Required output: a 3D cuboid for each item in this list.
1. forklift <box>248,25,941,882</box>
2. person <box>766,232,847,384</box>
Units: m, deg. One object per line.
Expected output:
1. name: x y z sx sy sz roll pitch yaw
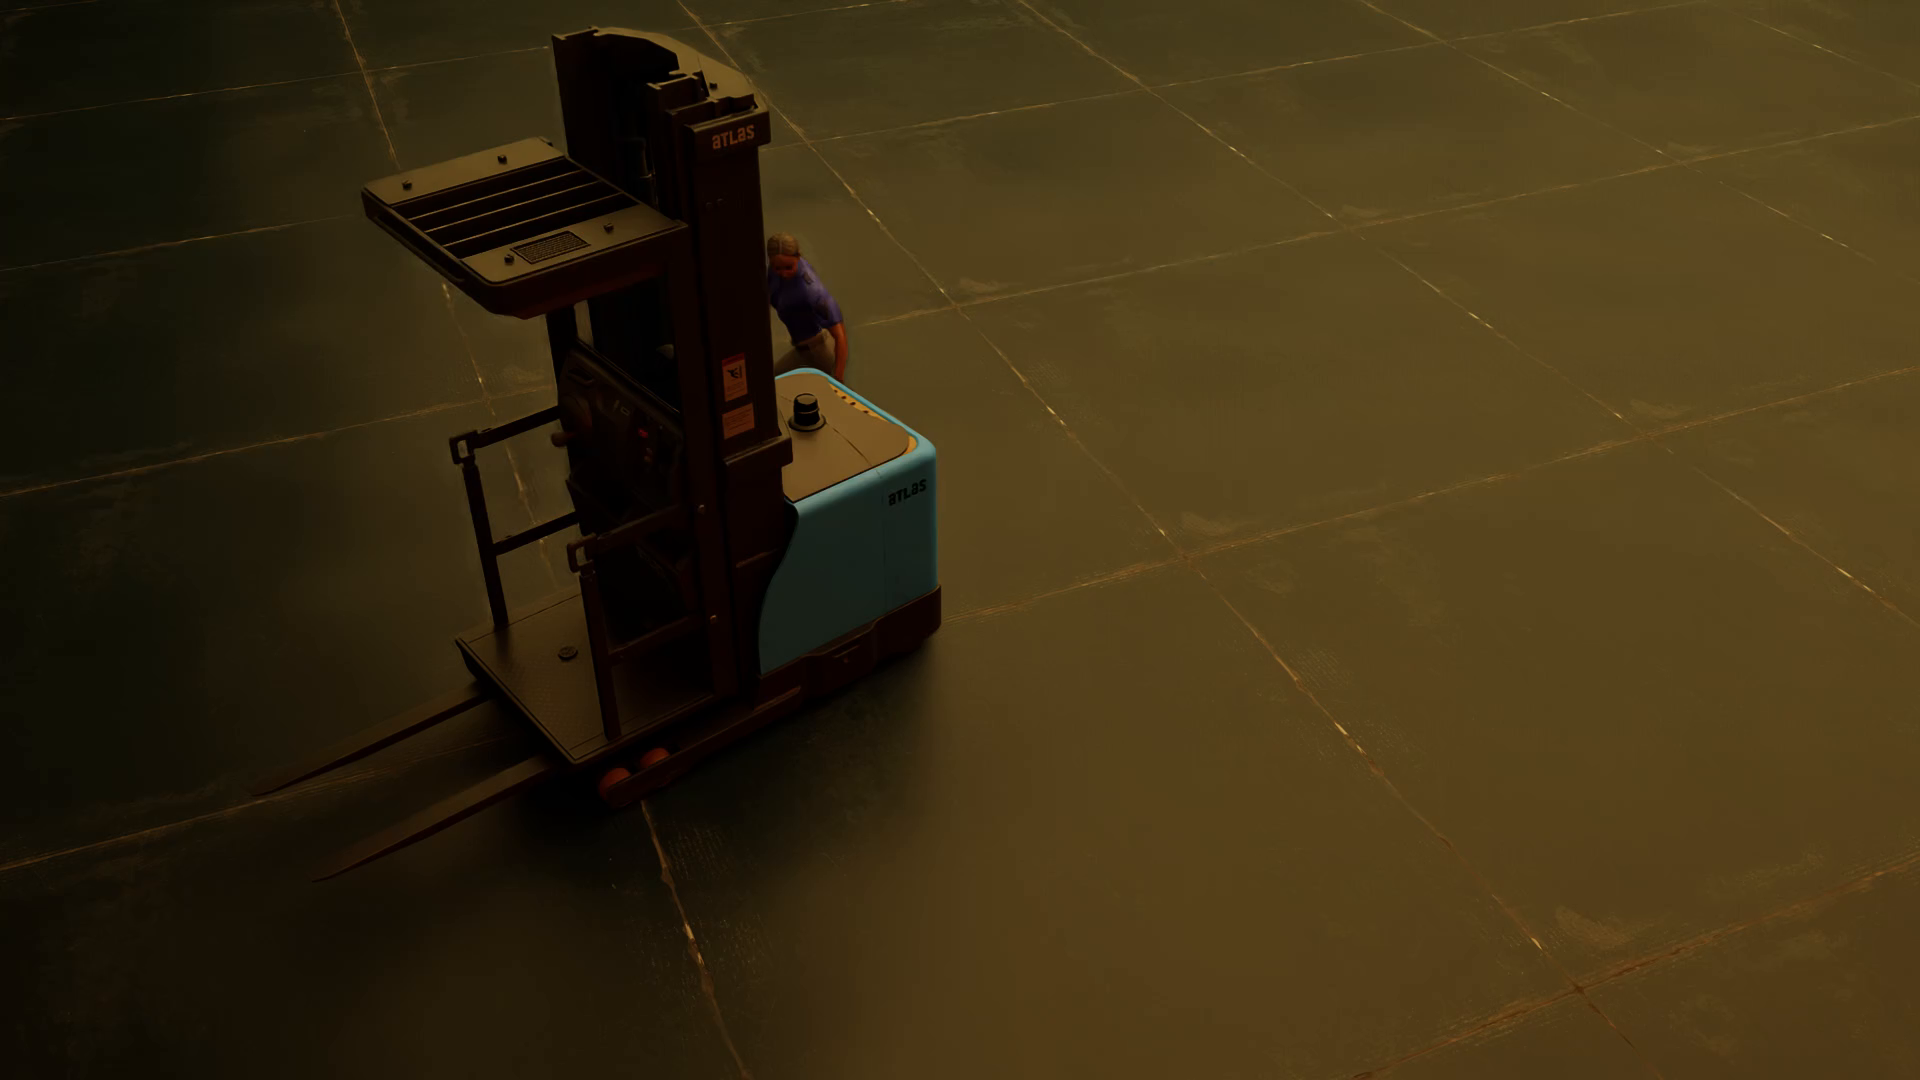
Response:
1. forklift: -1.544 -0.408 6.672 3.031 2.935 1.130 -26 43 -31
2. person: -0.784 -0.994 8.829 0.779 1.438 0.576 -2 35 -3
